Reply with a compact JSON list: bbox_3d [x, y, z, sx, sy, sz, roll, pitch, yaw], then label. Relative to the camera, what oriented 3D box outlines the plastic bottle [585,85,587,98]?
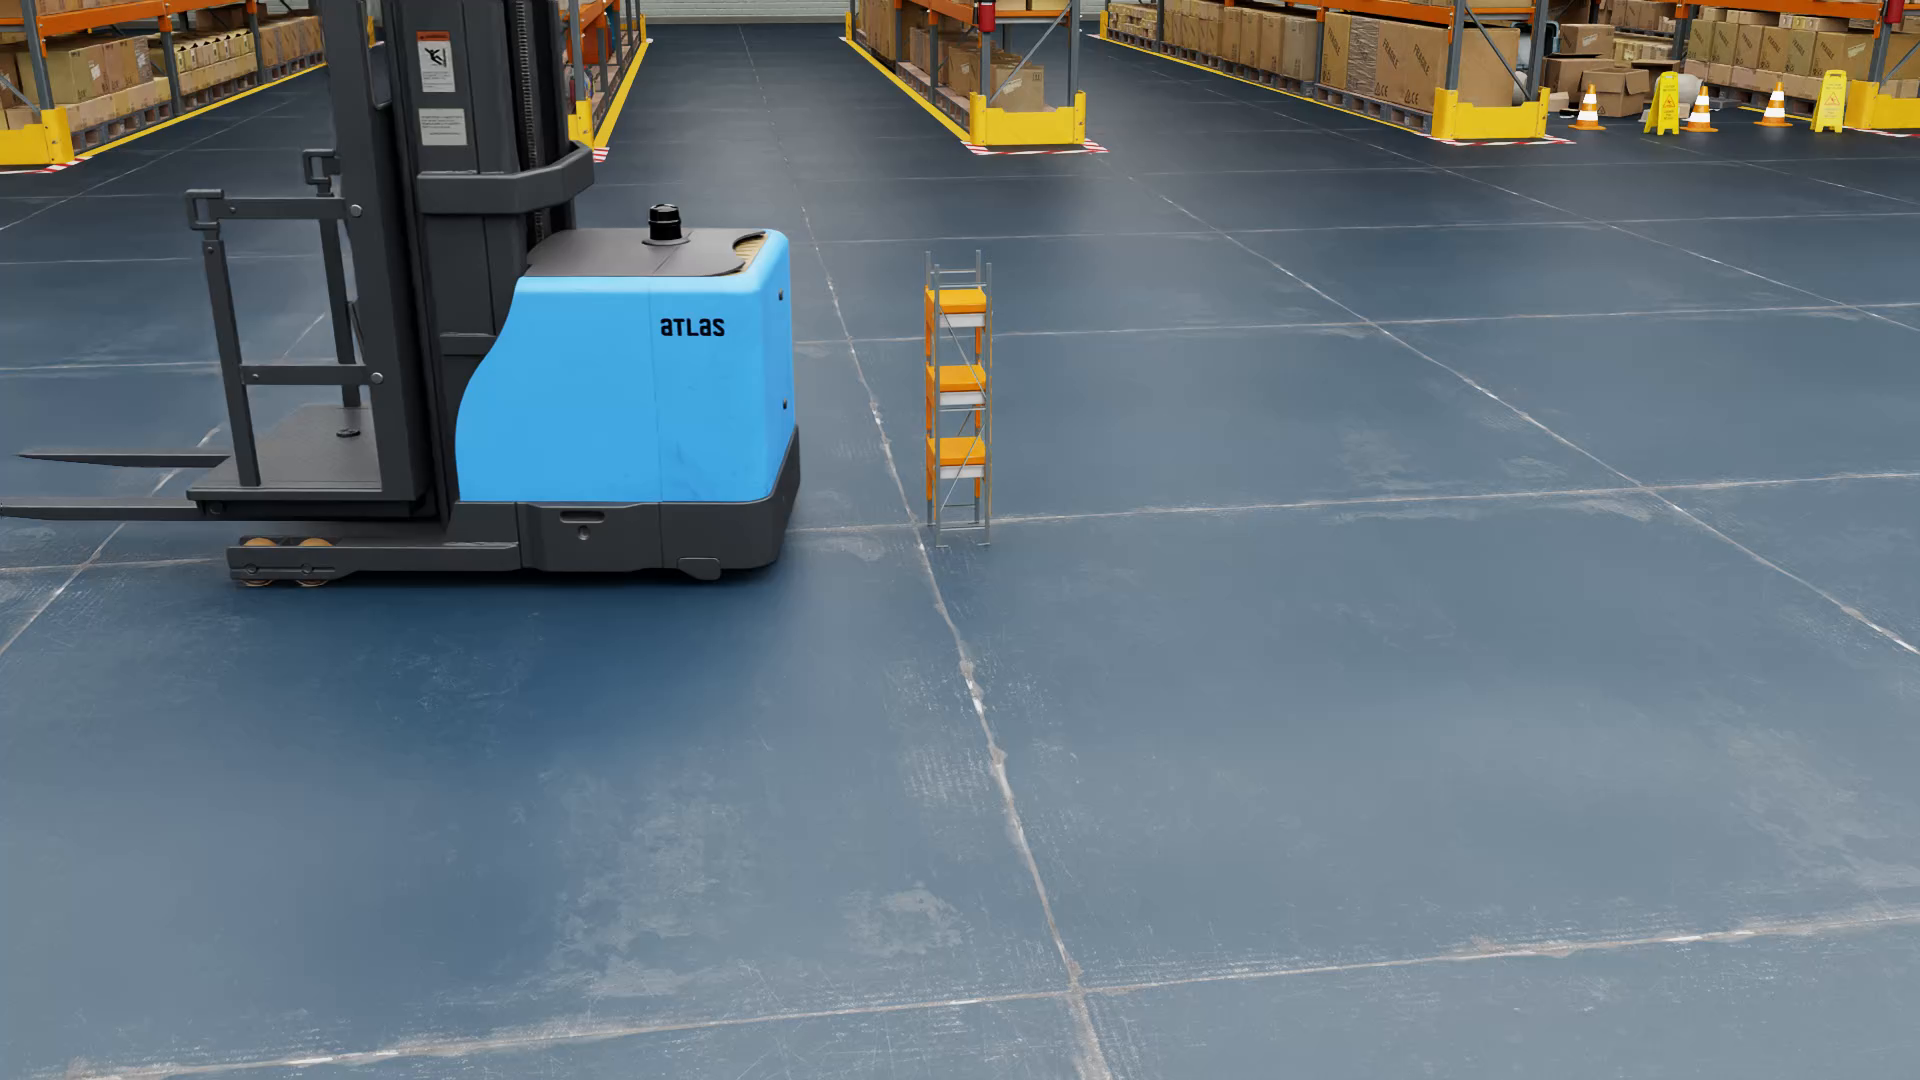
[{"bbox_3d":[-4.211,-4.982,18.539,0.097,0.271,0.097,0,20,0],"label":"plastic bottle"}]

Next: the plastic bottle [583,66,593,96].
[{"bbox_3d":[-4.365,-5.333,19.364,0.144,0.351,0.185,-4,21,-10],"label":"plastic bottle"}]

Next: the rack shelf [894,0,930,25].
[{"bbox_3d":[-0.158,-7.248,22.362,1.077,0.370,4.000,-3,21,-8],"label":"rack shelf"}]

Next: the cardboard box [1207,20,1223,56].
[{"bbox_3d":[4.123,-7.733,25.605,0.500,0.500,0.500,-3,21,-8],"label":"cardboard box"}]

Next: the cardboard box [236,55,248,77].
[{"bbox_3d":[-9.855,-6.339,22.232,0.500,0.250,0.500,-3,21,-8],"label":"cardboard box"}]

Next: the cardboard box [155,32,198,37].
[{"bbox_3d":[-10.381,-6.573,22.055,0.500,0.311,0.500,-3,21,-9],"label":"cardboard box"}]

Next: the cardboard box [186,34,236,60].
[{"bbox_3d":[-9.779,-6.427,21.664,0.500,0.311,0.500,-3,21,-8],"label":"cardboard box"}]

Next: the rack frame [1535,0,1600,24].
[{"bbox_3d":[9.360,-8.777,25.429,1.000,3.000,0.127,-3,21,-8],"label":"rack frame"}]

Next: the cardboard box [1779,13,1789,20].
[{"bbox_3d":[13.858,-8.545,27.779,0.500,0.500,0.500,-2,21,-5],"label":"cardboard box"}]

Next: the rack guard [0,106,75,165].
[{"bbox_3d":[-9.093,-3.830,15.755,1.175,0.500,0.348,-3,21,-8],"label":"rack guard"}]

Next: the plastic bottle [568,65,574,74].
[{"bbox_3d":[-4.535,-5.392,19.523,0.144,0.351,0.185,-3,21,-8],"label":"plastic bottle"}]

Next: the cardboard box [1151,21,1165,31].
[{"bbox_3d":[3.540,-8.971,28.997,0.380,0.149,0.250,-3,21,-7],"label":"cardboard box"}]

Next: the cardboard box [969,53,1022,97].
[{"bbox_3d":[0.406,-5.369,19.275,0.500,0.500,0.500,-5,21,-13],"label":"cardboard box"}]

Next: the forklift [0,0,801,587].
[{"bbox_3d":[-2.155,-1.394,5.760,3.031,2.935,1.130,0,20,1],"label":"forklift"}]

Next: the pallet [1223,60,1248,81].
[{"bbox_3d":[4.516,-6.909,24.413,1.003,0.211,1.213,-3,21,-8],"label":"pallet"}]

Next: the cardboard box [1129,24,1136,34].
[{"bbox_3d":[3.318,-9.391,30.547,0.380,0.149,0.250,-3,21,-8],"label":"cardboard box"}]

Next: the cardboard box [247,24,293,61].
[{"bbox_3d":[-10.181,-7.341,24.527,0.500,0.500,0.500,-3,21,-8],"label":"cardboard box"}]

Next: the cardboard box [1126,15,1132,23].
[{"bbox_3d":[3.313,-9.709,30.974,0.380,0.149,0.250,-4,21,-10],"label":"cardboard box"}]

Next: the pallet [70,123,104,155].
[{"bbox_3d":[-9.248,-3.965,16.531,1.003,0.211,1.213,-3,21,-8],"label":"pallet"}]

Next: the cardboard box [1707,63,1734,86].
[{"bbox_3d":[9.843,-5.899,21.052,0.500,0.250,0.500,-2,21,-5],"label":"cardboard box"}]

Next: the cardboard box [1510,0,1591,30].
[{"bbox_3d":[9.343,-8.222,26.378,0.875,0.875,0.875,-3,21,-8],"label":"cardboard box"}]

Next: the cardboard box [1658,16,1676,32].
[{"bbox_3d":[13.273,-9.631,31.023,0.396,0.266,0.258,-2,21,-6],"label":"cardboard box"}]

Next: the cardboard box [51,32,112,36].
[{"bbox_3d":[-9.916,-5.477,18.852,0.500,0.500,0.500,-3,21,-8],"label":"cardboard box"}]

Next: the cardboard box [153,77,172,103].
[{"bbox_3d":[-9.390,-5.153,19.055,0.500,0.250,0.500,-3,21,-8],"label":"cardboard box"}]

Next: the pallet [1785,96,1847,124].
[{"bbox_3d":[10.420,-5.010,19.329,1.003,0.211,1.213,-3,21,-8],"label":"pallet"}]

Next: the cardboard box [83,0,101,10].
[{"bbox_3d":[-9.377,-5.754,17.192,0.700,0.500,0.500,-2,21,-6],"label":"cardboard box"}]

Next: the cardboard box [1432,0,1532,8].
[{"bbox_3d":[5.531,-5.919,17.562,0.875,0.550,0.550,-3,21,-8],"label":"cardboard box"}]

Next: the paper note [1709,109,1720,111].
[{"bbox_3d":[9.115,-5.221,20.150,0.142,0.019,0.148,-11,23,-26],"label":"paper note"}]

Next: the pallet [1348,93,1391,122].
[{"bbox_3d":[5.265,-5.111,19.598,1.003,0.211,1.213,-3,21,-8],"label":"pallet"}]

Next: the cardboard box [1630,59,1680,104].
[{"bbox_3d":[8.745,-5.783,20.981,0.500,0.500,0.500,12,24,29],"label":"cardboard box"}]

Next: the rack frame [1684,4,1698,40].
[{"bbox_3d":[13.695,-10.414,29.810,1.000,3.000,0.127,-3,21,-8],"label":"rack frame"}]

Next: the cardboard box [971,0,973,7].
[{"bbox_3d":[0.318,-5.736,17.645,0.380,0.149,0.250,-3,21,-8],"label":"cardboard box"}]

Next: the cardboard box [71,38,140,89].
[{"bbox_3d":[-9.253,-5.158,17.996,0.500,0.500,0.500,-3,21,-8],"label":"cardboard box"}]

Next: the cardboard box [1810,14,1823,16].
[{"bbox_3d":[13.950,-8.516,26.776,0.380,0.149,0.250,-4,21,-10],"label":"cardboard box"}]

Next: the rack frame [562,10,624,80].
[{"bbox_3d":[-5.347,-8.027,23.422,1.000,3.000,0.127,-3,21,-8],"label":"rack frame"}]

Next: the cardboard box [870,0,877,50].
[{"bbox_3d":[-0.781,-8.334,26.678,1.225,0.875,0.875,-4,21,-10],"label":"cardboard box"}]

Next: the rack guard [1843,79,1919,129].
[{"bbox_3d":[10.503,-4.862,18.520,1.175,0.500,0.348,-3,21,-8],"label":"rack guard"}]

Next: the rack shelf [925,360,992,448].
[{"bbox_3d":[-0.008,-0.500,6.086,0.215,0.259,0.240,-3,21,-8],"label":"rack shelf"}]

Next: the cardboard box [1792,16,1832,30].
[{"bbox_3d":[9.987,-6.046,19.448,0.380,0.149,0.250,-3,21,-7],"label":"cardboard box"}]

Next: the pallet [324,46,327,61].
[{"bbox_3d":[-10.924,-8.095,27.589,1.003,0.211,1.213,-3,21,-8],"label":"pallet"}]

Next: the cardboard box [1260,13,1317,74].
[{"bbox_3d":[4.739,-6.795,22.737,1.050,0.750,0.750,-3,21,-8],"label":"cardboard box"}]

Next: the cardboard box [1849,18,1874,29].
[{"bbox_3d":[14.348,-7.896,25.864,0.875,0.625,0.625,-2,21,-6],"label":"cardboard box"}]

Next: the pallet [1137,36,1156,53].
[{"bbox_3d":[3.768,-8.802,29.480,1.003,0.211,1.213,-3,21,-8],"label":"pallet"}]

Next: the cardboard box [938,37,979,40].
[{"bbox_3d":[0.013,-6.307,21.760,0.700,0.500,0.500,-3,21,-8],"label":"cardboard box"}]

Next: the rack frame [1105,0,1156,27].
[{"bbox_3d":[3.323,-11.262,32.083,1.000,3.000,0.127,-3,21,-8],"label":"rack frame"}]

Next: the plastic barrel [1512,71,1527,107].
[{"bbox_3d":[6.735,-5.585,20.565,0.512,0.421,0.421,12,24,30],"label":"plastic barrel"}]

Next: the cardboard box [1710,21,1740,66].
[{"bbox_3d":[9.844,-6.249,20.919,0.500,0.500,0.500,-2,21,-6],"label":"cardboard box"}]

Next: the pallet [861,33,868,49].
[{"bbox_3d":[-1.234,-9.046,30.135,1.003,0.211,1.213,-3,21,-8],"label":"pallet"}]

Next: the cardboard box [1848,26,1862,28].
[{"bbox_3d":[10.523,-5.923,20.046,0.500,0.500,0.500,-3,21,-7],"label":"cardboard box"}]

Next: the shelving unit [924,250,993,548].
[{"bbox_3d":[-0.008,-0.510,6.082,0.215,1.050,0.252,-3,21,-8],"label":"shelving unit"}]

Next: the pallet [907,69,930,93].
[{"bbox_3d":[-0.162,-6.279,22.725,1.003,0.211,1.213,-3,21,-8],"label":"pallet"}]

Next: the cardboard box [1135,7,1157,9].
[{"bbox_3d":[3.403,-9.667,30.435,0.380,0.149,0.250,-3,21,-8],"label":"cardboard box"}]

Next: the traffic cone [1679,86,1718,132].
[{"bbox_3d":[8.126,-4.729,18.216,0.336,0.463,0.334,-3,21,-8],"label":"traffic cone"}]
